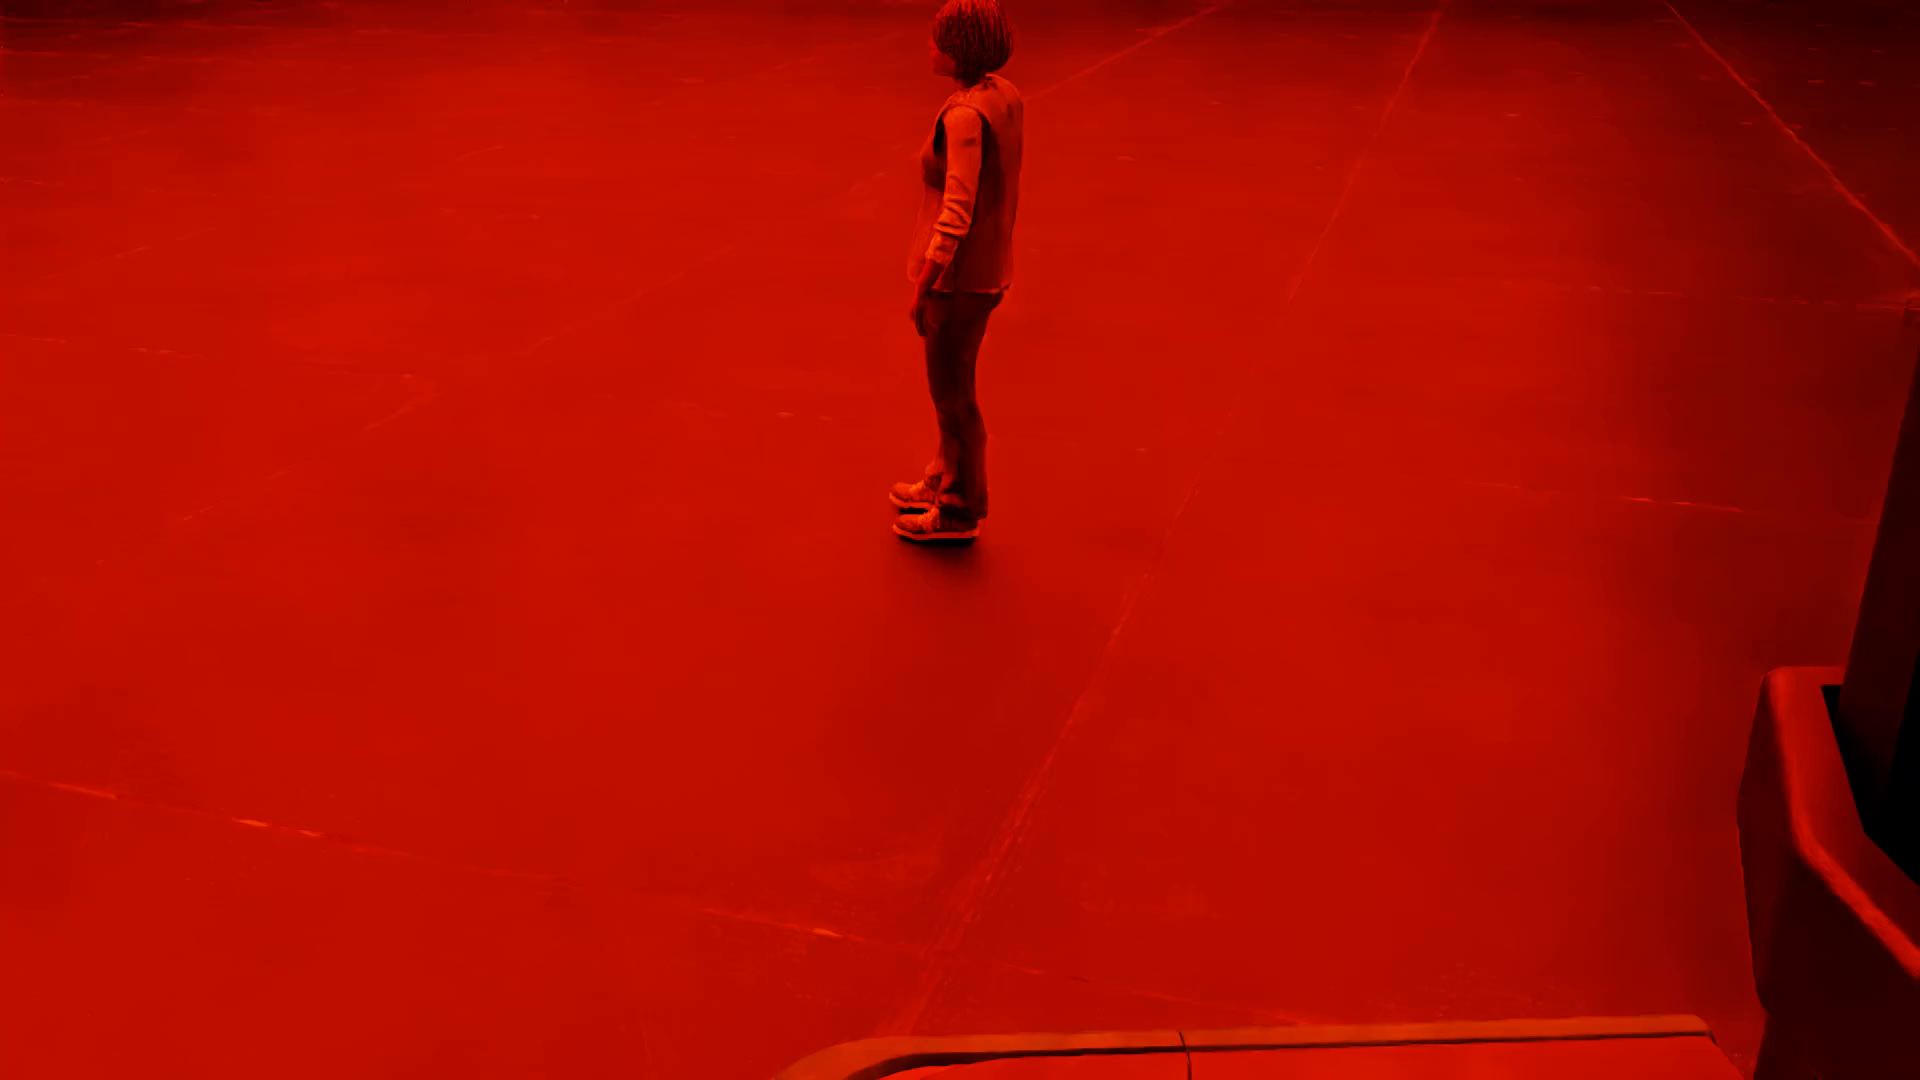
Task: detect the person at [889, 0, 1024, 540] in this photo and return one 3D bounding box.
[{"bbox_3d":[-0.067,-0.758,4.846,0.474,1.597,0.521,7,23,16],"label":"person"}]
